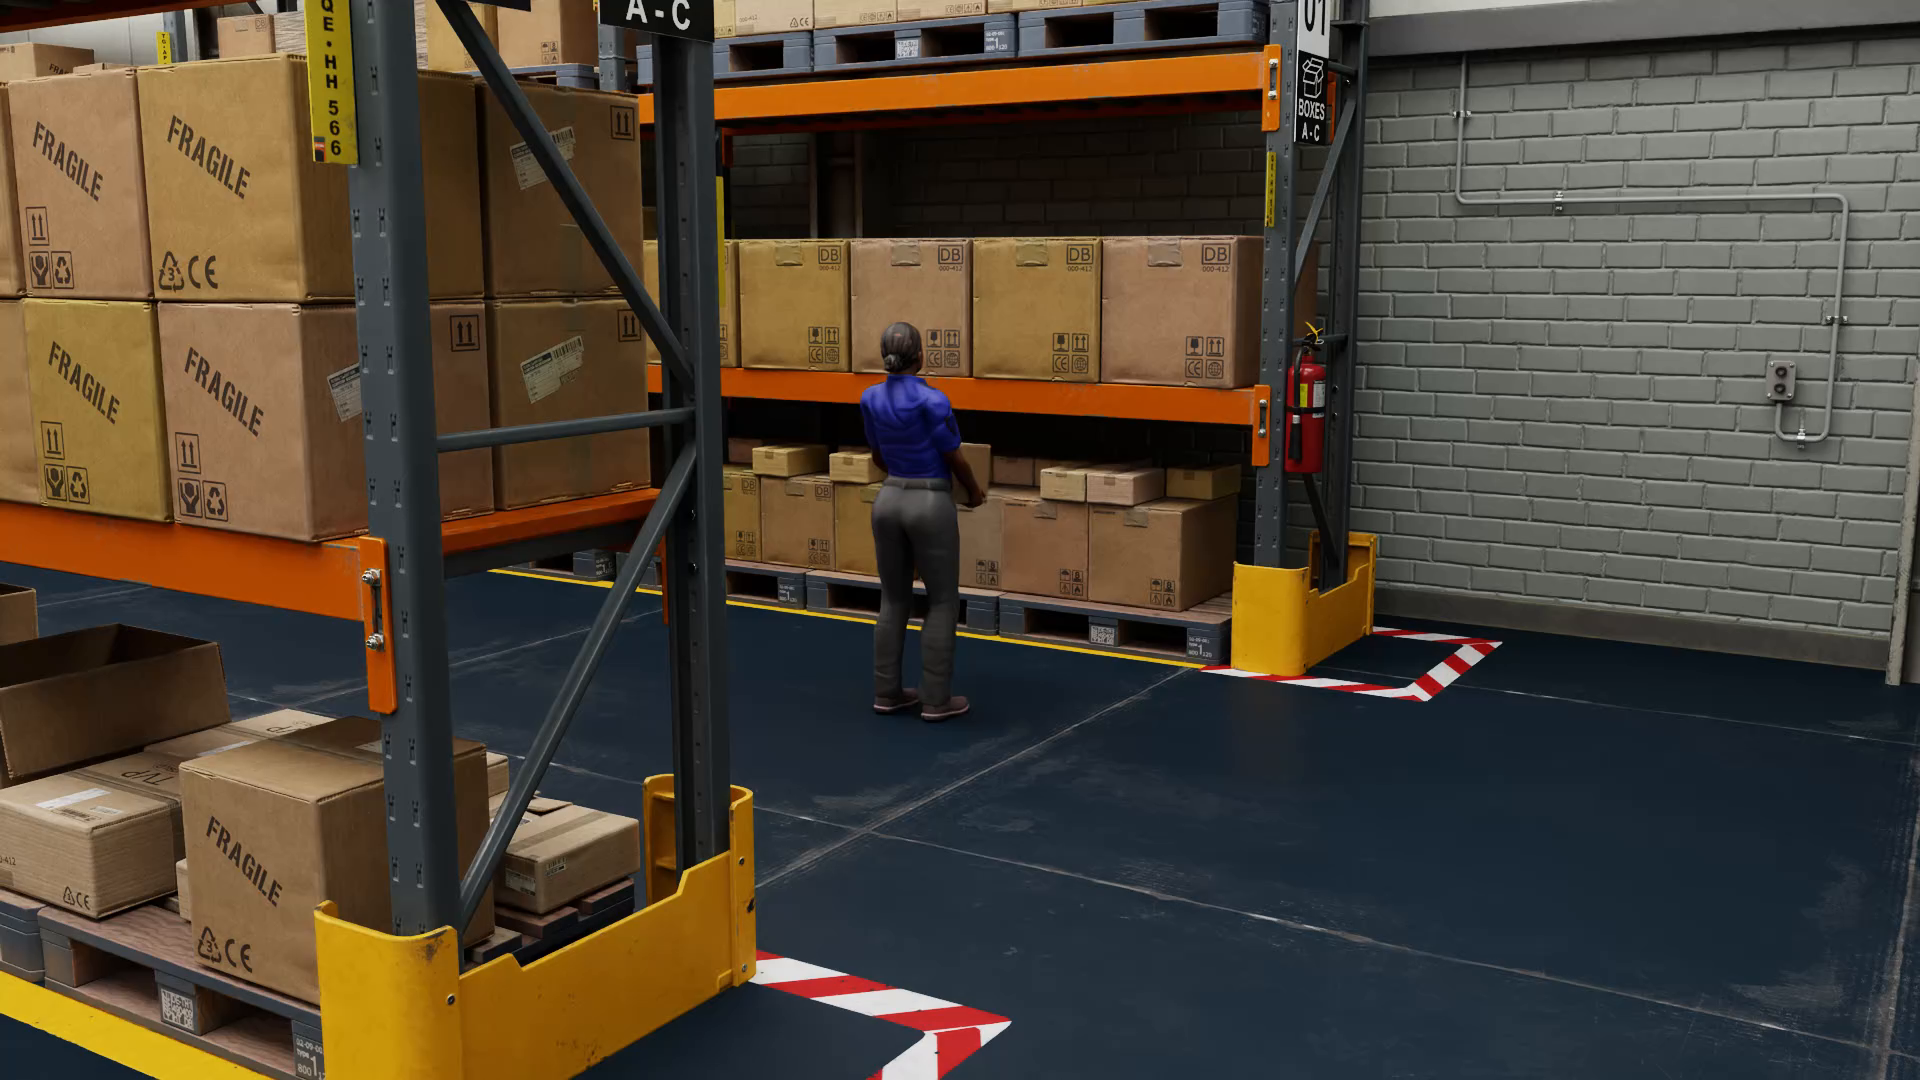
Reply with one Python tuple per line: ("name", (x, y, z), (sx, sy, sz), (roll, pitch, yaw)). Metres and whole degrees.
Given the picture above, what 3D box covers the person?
("person", (-0.146, -0.091, 6.975), (0.450, 1.646, 0.517), (6, 11, 31))
